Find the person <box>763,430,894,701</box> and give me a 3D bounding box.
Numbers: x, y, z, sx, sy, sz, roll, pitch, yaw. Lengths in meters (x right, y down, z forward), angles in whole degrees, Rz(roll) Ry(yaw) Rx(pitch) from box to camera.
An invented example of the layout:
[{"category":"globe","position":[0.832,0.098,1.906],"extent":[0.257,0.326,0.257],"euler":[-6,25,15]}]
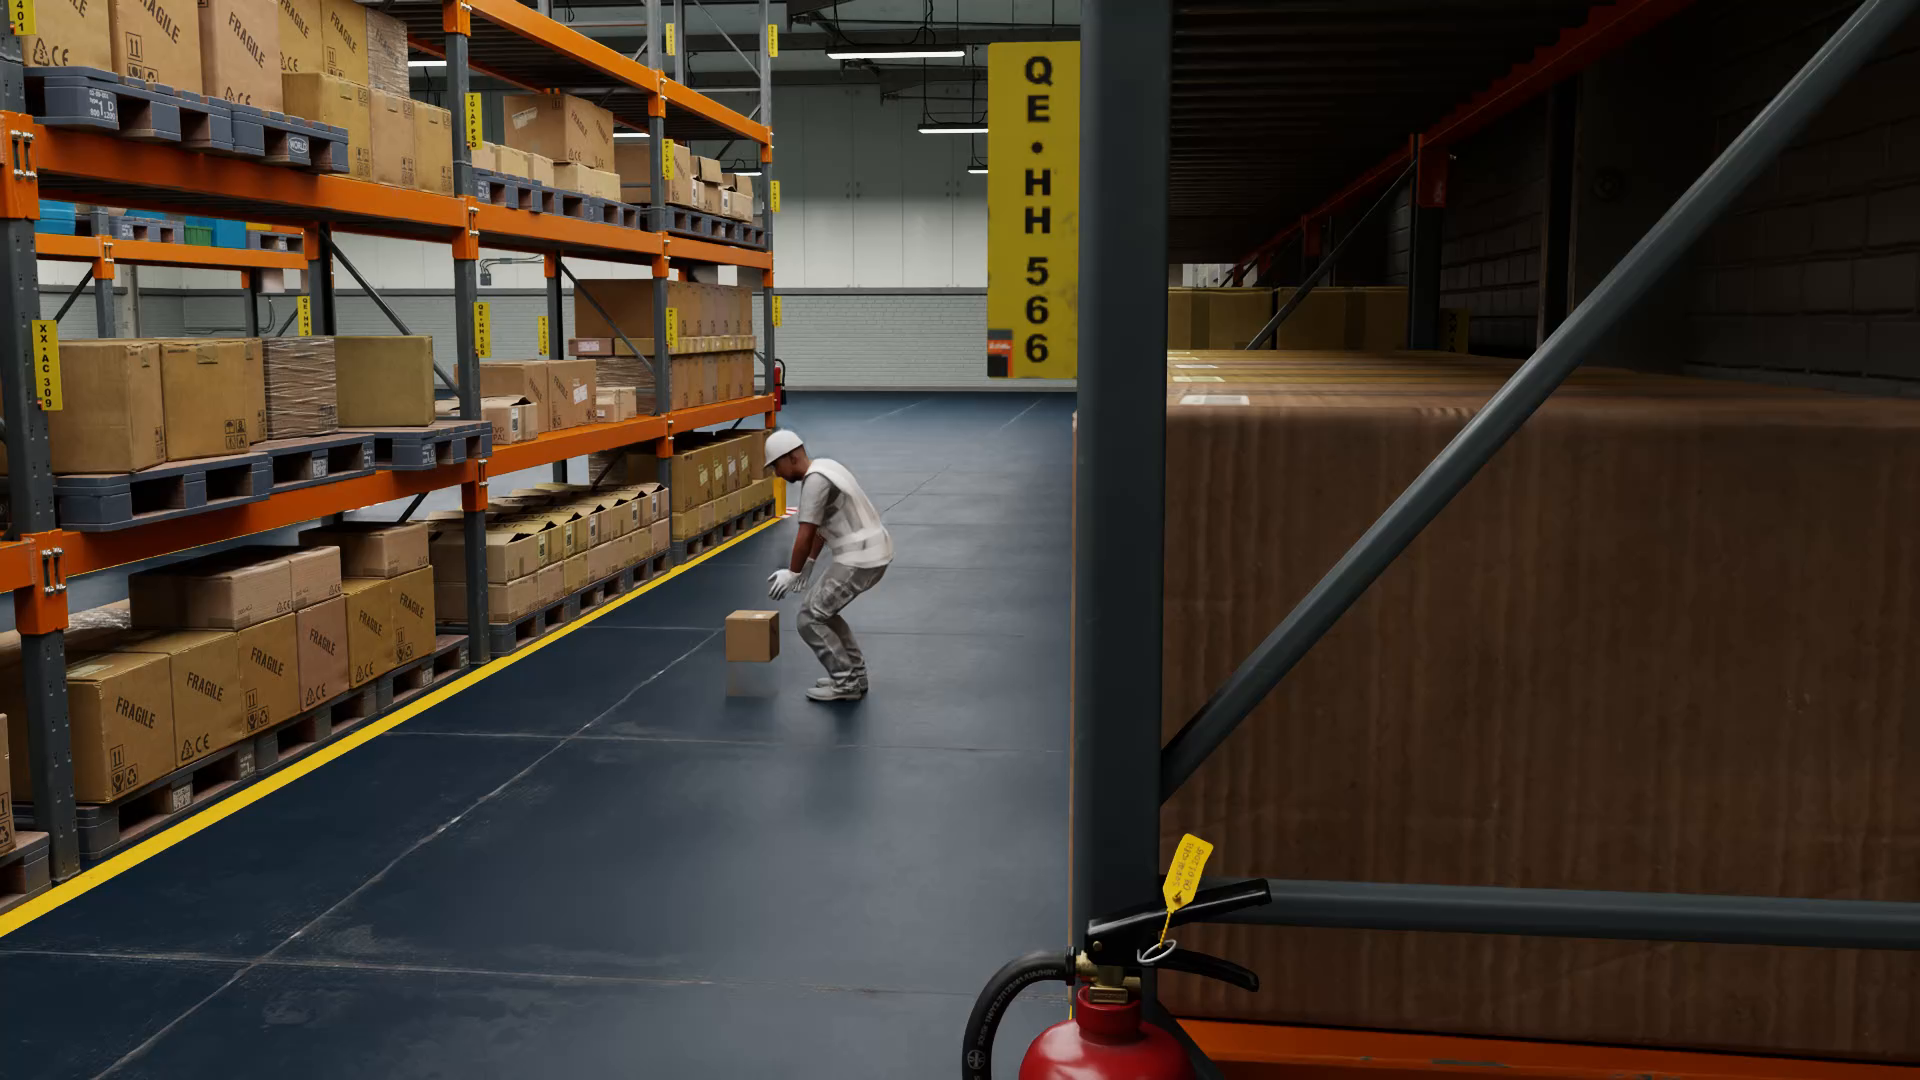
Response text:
[{"category":"person","position":[-0.736,0.136,9.270],"extent":[0.717,1.498,0.610],"euler":[1,8,7]}]
